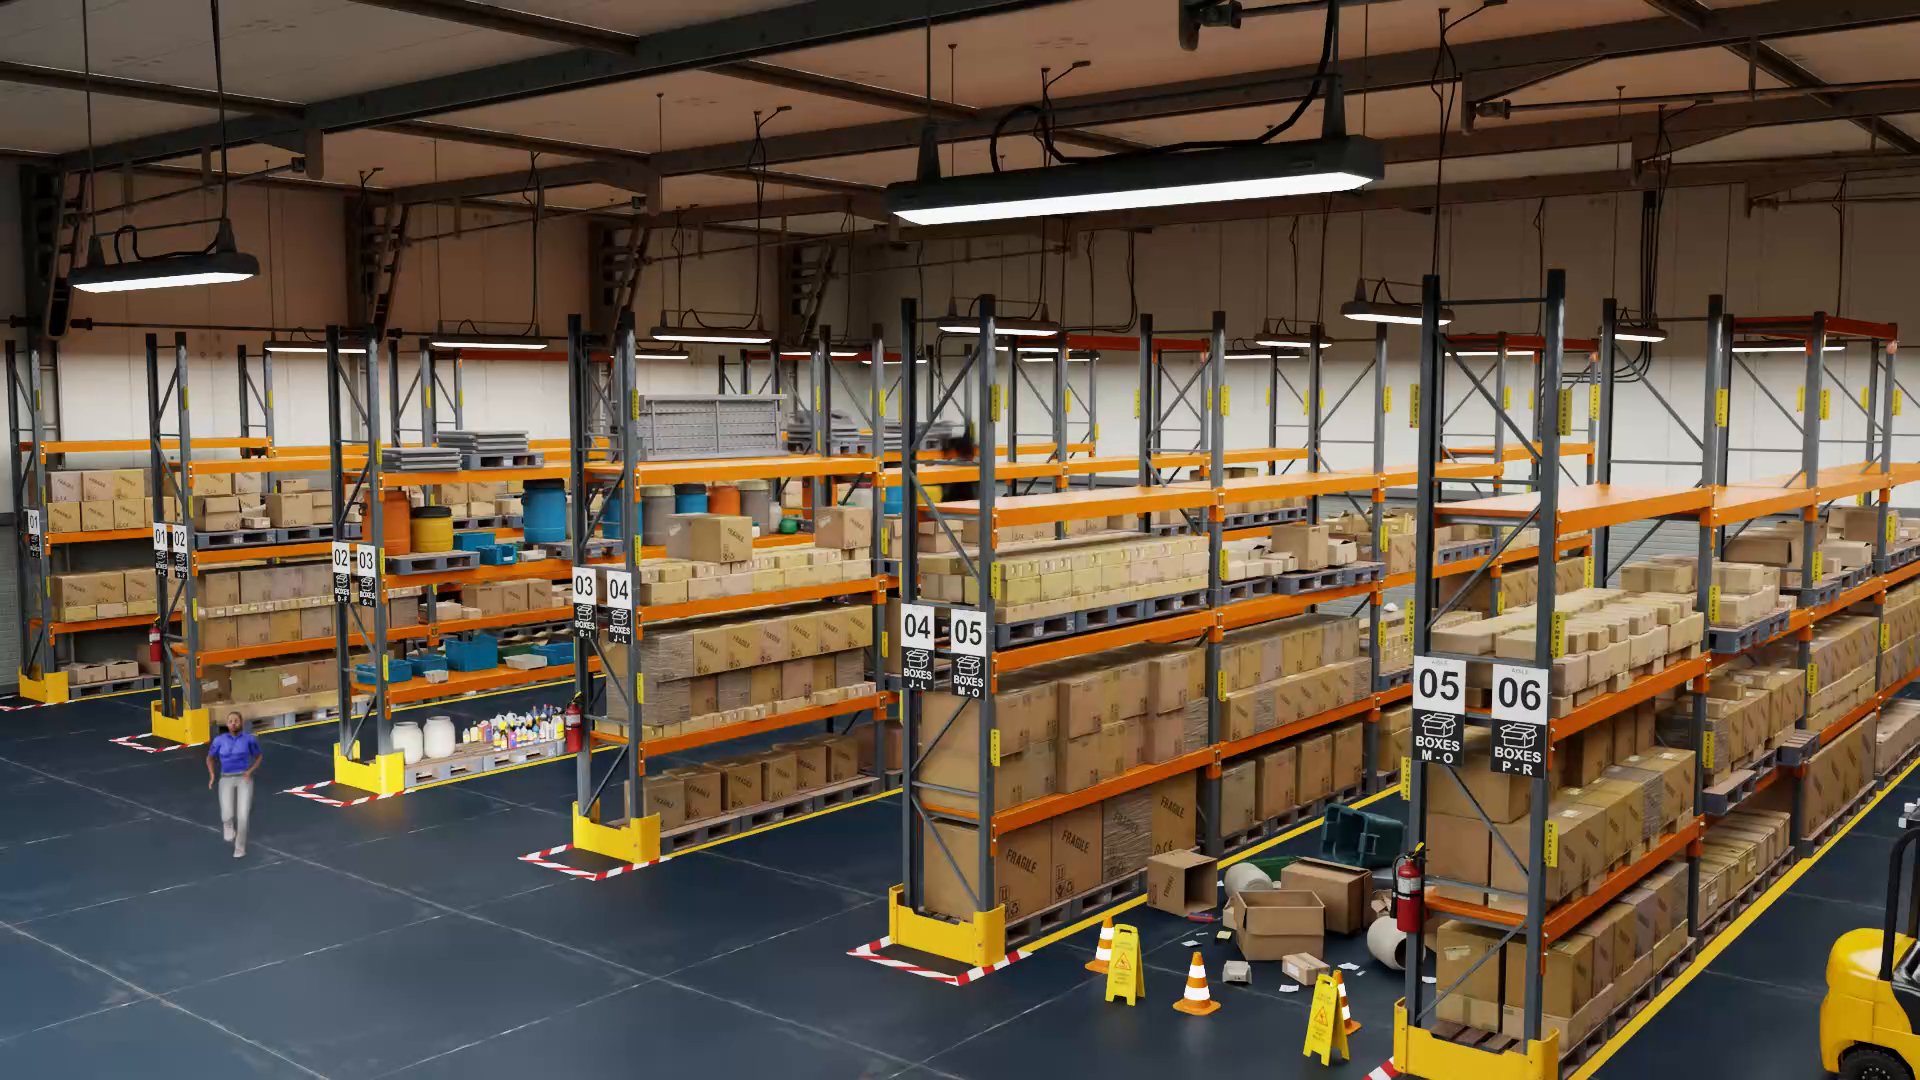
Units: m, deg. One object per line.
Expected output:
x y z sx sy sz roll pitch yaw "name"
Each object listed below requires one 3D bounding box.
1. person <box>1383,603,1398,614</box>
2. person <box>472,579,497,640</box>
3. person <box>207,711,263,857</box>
7.025 1.879 26.987 0.646 1.745 0.814 5 7 43 "person"
-8.855 1.537 31.010 0.583 1.646 0.700 3 6 28 "person"
-8.065 2.710 18.515 0.584 1.618 0.562 -2 6 -22 "person"
